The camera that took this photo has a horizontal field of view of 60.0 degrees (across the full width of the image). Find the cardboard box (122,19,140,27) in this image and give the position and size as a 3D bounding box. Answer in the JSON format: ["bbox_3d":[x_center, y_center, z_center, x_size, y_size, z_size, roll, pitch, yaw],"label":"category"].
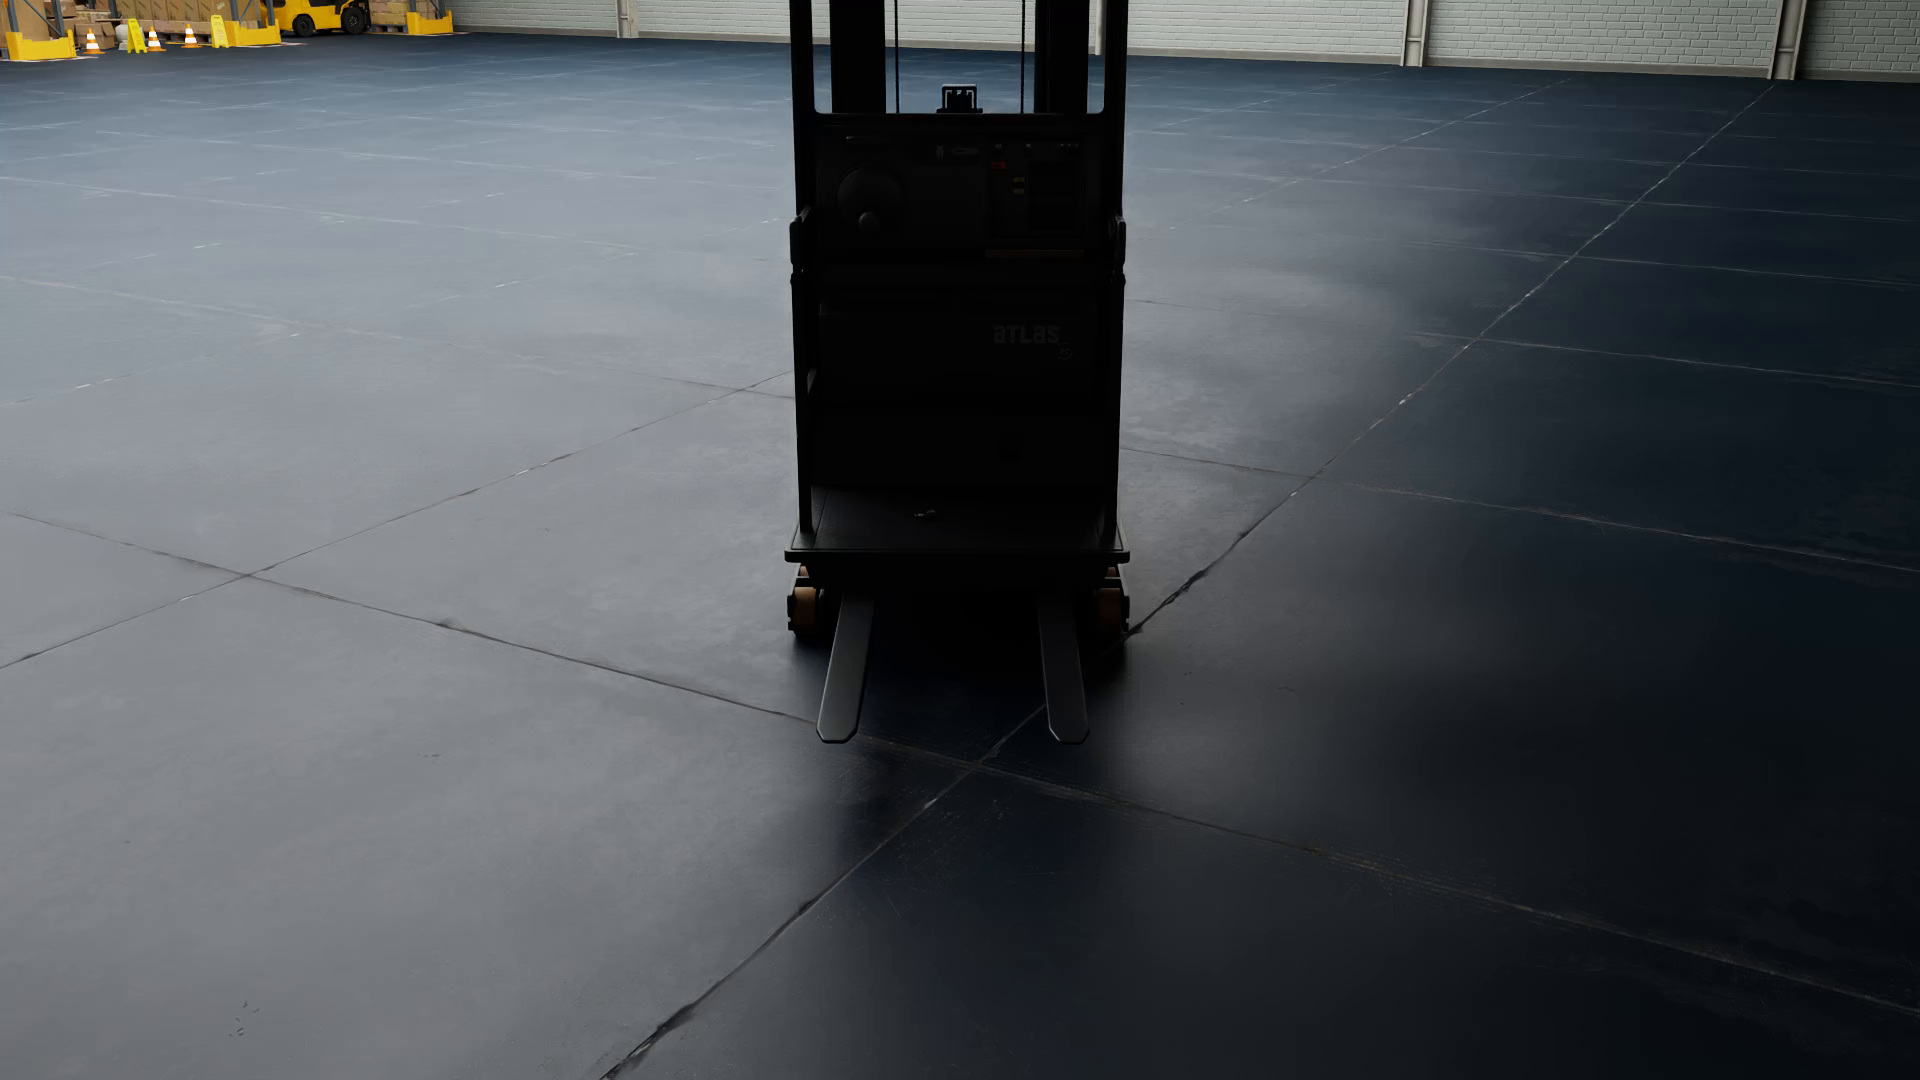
[{"bbox_3d":[-18.186,-11.433,36.901,0.500,0.250,0.500,10,22,25],"label":"cardboard box"}]

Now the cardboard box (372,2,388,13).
[{"bbox_3d":[-13.670,-12.734,39.755,0.500,0.250,0.500,11,22,27],"label":"cardboard box"}]

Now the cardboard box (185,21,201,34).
[{"bbox_3d":[-16.362,-11.089,35.953,0.500,0.250,0.500,11,23,27],"label":"cardboard box"}]

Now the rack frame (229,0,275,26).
[{"bbox_3d":[-15.077,-12.042,35.162,0.127,3.000,1.000,11,23,27],"label":"rack frame"}]

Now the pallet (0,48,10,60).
[{"bbox_3d":[-18.139,-9.350,31.831,1.213,0.211,1.003,11,23,27],"label":"pallet"}]

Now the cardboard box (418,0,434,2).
[{"bbox_3d":[-12.987,-13.031,39.840,0.500,0.250,0.500,10,22,26],"label":"cardboard box"}]

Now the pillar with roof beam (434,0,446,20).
[{"bbox_3d":[-14.927,-15.443,35.740,0.400,9.000,9.100,11,23,27],"label":"pillar with roof beam"}]

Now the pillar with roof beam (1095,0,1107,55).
[{"bbox_3d":[0.787,-12.449,27.488,0.400,9.000,9.100,11,23,27],"label":"pillar with roof beam"}]

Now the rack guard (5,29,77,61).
[{"bbox_3d":[-17.382,-9.372,31.469,0.348,0.500,1.175,11,23,27],"label":"rack guard"}]

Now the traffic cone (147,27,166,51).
[{"bbox_3d":[-16.326,-10.149,33.666,0.334,0.463,0.336,11,23,27],"label":"traffic cone"}]

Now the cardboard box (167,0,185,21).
[{"bbox_3d":[-16.798,-11.526,36.058,0.500,0.500,0.500,10,22,26],"label":"cardboard box"}]

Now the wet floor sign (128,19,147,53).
[{"bbox_3d":[-16.412,-10.029,33.067,0.232,0.644,0.267,7,21,18],"label":"wet floor sign"}]

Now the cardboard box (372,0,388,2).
[{"bbox_3d":[-13.662,-12.962,39.649,0.500,0.250,0.500,11,23,28],"label":"cardboard box"}]

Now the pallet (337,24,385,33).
[{"bbox_3d":[-14.409,-12.527,40.590,1.213,0.211,1.003,11,23,27],"label":"pallet"}]

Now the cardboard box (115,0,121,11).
[{"bbox_3d":[-22.354,-14.305,44.451,0.500,0.500,0.500,10,22,27],"label":"cardboard box"}]

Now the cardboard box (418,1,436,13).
[{"bbox_3d":[-12.969,-12.800,39.936,0.500,0.250,0.500,11,23,28],"label":"cardboard box"}]

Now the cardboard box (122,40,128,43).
[{"bbox_3d":[-17.206,-10.318,34.591,0.380,0.149,0.250,-11,23,-29],"label":"cardboard box"}]

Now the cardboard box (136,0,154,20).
[{"bbox_3d":[-17.713,-11.700,36.538,0.500,0.500,0.500,12,23,29],"label":"cardboard box"}]

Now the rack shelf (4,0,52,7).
[{"bbox_3d":[-19.149,-10.546,32.093,4.000,0.370,1.077,11,23,27],"label":"rack shelf"}]

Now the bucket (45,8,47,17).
[{"bbox_3d":[-19.652,-11.056,35.016,0.726,0.611,0.620,-16,16,-38],"label":"bucket"}]

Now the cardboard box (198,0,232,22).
[{"bbox_3d":[-15.904,-11.355,35.585,0.500,0.500,0.500,11,23,28],"label":"cardboard box"}]

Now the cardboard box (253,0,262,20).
[{"bbox_3d":[-17.286,-13.481,41.997,0.625,0.625,0.875,11,22,27],"label":"cardboard box"}]

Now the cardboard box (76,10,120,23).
[{"bbox_3d":[-19.658,-11.874,37.938,0.625,0.372,0.950,12,23,31],"label":"cardboard box"}]

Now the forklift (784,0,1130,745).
[{"bbox_3d":[-0.006,-1.165,5.278,1.130,2.935,3.031,0,20,0],"label":"forklift"}]

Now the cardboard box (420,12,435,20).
[{"bbox_3d":[-12.993,-12.565,40.021,0.500,0.250,0.500,11,23,28],"label":"cardboard box"}]

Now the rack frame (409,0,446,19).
[{"bbox_3d":[-12.660,-13.520,39.238,0.127,3.000,1.000,11,23,27],"label":"rack frame"}]

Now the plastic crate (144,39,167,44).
[{"bbox_3d":[-17.598,-10.829,36.101,0.583,0.080,0.402,3,20,9],"label":"plastic crate"}]

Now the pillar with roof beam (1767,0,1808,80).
[{"bbox_3d":[11.263,-10.454,21.987,0.400,9.000,9.100,11,23,27],"label":"pillar with roof beam"}]

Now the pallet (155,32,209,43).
[{"bbox_3d":[-16.896,-11.092,36.634,1.213,0.211,1.003,11,23,27],"label":"pallet"}]

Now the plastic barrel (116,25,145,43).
[{"bbox_3d":[-17.619,-10.723,35.306,0.512,0.421,0.421,-7,21,-20],"label":"plastic barrel"}]

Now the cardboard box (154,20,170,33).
[{"bbox_3d":[-17.250,-11.260,36.425,0.500,0.250,0.500,10,22,27],"label":"cardboard box"}]

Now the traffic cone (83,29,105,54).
[{"bbox_3d":[-17.174,-9.870,32.895,0.334,0.463,0.336,11,23,27],"label":"traffic cone"}]

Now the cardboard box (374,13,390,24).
[{"bbox_3d":[-13.653,-12.494,39.827,0.500,0.250,0.500,11,23,27],"label":"cardboard box"}]

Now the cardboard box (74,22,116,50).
[{"bbox_3d":[-17.845,-10.406,34.315,0.637,0.503,0.797,-4,20,-10],"label":"cardboard box"}]

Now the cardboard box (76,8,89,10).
[{"bbox_3d":[-23.766,-14.378,45.168,0.250,0.149,0.380,10,22,26],"label":"cardboard box"}]

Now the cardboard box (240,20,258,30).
[{"bbox_3d":[-15.647,-11.163,36.156,0.500,0.250,0.500,11,22,27],"label":"cardboard box"}]

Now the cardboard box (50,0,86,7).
[{"bbox_3d":[-24.507,-14.747,45.670,0.500,0.500,0.700,10,22,25],"label":"cardboard box"}]

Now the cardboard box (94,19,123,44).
[{"bbox_3d":[-18.297,-10.950,35.814,0.500,0.500,0.500,-7,21,-20],"label":"cardboard box"}]

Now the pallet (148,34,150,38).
[{"bbox_3d":[-19.250,-11.525,37.827,1.213,0.211,1.003,11,23,27],"label":"pallet"}]

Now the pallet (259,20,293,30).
[{"bbox_3d":[-16.814,-12.985,41.853,1.213,0.211,1.003,11,23,27],"label":"pallet"}]
